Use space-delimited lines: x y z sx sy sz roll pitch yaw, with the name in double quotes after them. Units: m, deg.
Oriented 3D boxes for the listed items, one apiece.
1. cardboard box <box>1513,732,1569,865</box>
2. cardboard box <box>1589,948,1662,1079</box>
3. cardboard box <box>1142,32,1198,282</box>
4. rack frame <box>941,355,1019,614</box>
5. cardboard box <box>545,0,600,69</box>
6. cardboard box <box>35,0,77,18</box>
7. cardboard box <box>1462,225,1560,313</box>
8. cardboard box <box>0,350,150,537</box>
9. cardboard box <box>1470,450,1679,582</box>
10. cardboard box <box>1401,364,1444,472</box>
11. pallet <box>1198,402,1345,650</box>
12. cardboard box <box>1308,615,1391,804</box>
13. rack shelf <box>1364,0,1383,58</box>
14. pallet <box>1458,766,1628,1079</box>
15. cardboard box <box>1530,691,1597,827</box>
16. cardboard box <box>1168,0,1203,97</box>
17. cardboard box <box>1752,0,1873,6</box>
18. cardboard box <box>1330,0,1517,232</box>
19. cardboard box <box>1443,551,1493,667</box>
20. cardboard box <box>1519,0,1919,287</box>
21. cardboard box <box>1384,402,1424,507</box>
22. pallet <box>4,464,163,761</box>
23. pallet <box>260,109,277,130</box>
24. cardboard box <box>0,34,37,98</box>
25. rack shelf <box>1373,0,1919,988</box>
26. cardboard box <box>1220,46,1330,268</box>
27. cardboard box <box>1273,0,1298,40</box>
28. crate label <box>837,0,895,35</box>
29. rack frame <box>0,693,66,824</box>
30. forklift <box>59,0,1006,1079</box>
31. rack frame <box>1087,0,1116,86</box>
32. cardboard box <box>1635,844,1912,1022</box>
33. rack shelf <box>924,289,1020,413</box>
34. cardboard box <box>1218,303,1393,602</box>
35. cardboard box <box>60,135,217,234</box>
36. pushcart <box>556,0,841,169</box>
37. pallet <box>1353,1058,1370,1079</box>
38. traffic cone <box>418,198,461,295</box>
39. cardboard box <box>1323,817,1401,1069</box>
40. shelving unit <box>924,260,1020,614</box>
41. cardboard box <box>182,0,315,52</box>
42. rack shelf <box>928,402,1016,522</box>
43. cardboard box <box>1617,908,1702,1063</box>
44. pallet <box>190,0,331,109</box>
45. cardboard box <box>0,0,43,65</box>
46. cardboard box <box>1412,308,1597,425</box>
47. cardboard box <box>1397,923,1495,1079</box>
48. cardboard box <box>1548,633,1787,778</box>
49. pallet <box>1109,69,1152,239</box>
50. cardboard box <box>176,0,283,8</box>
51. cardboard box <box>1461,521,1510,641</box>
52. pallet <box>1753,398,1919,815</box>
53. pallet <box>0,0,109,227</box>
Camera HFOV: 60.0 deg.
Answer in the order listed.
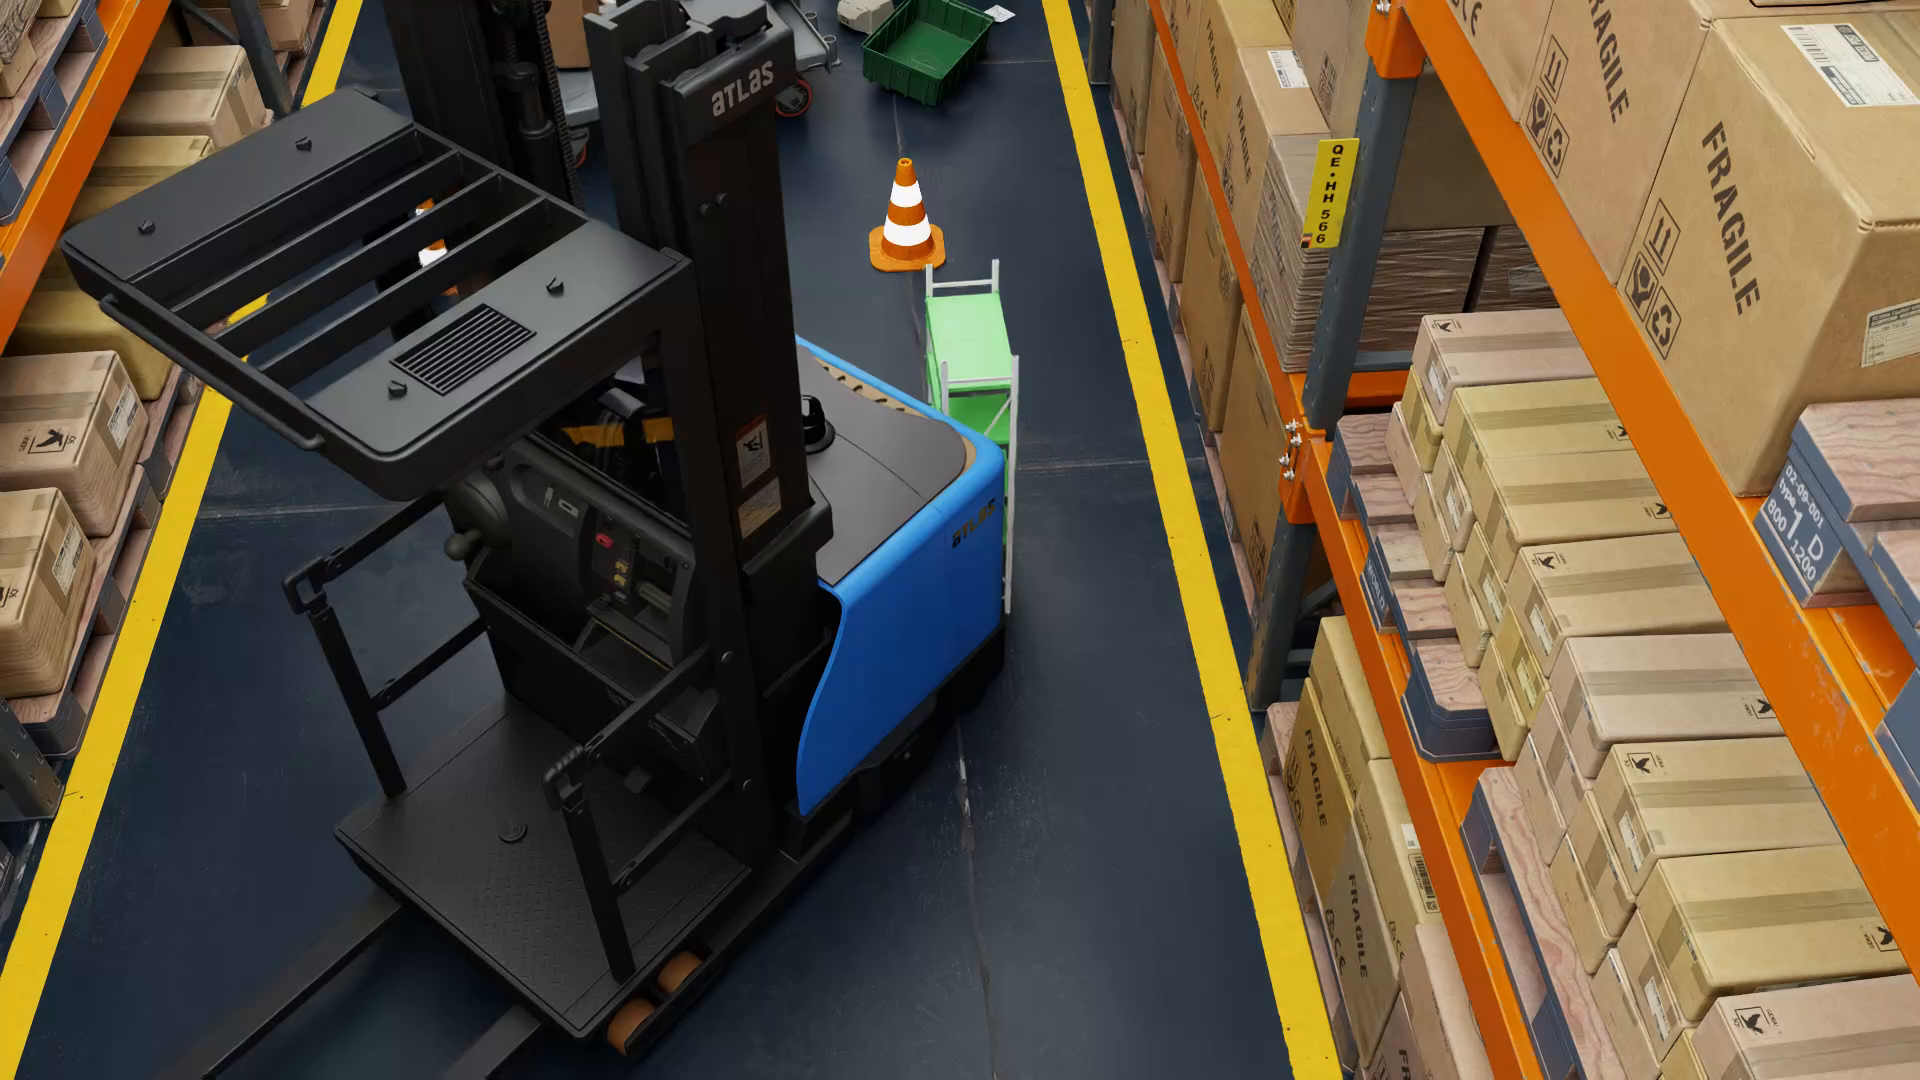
1.419 0.543 3.554 0.380 0.149 0.250 -2 47 -2 "cardboard box"
1.458 0.913 3.203 0.380 0.149 0.250 -5 47 -5 "cardboard box"
1.372 -1.635 6.993 1.050 0.750 0.750 -3 47 -3 "cardboard box"
0.061 -0.143 5.559 0.240 1.200 0.015 -5 47 -4 "rack frame"
-2.000 -2.563 7.812 0.500 0.500 0.500 -3 47 -3 "cardboard box"
-3.382 -1.996 5.958 0.380 0.149 0.250 -4 47 -3 "cardboard box"
1.720 -0.888 4.956 0.500 0.500 0.500 -3 47 -3 "cardboard box"
-3.543 -0.322 6.009 0.950 0.372 0.625 -4 47 -4 "cardboard box"
1.375 -0.057 3.712 0.380 0.149 0.250 -4 47 -4 "cardboard box"
1.329 -0.311 4.157 0.380 0.149 0.250 -2 47 -2 "cardboard box"
1.497 -0.128 6.226 1.003 0.211 1.213 -3 47 -3 "pallet"
1.305 0.459 4.666 0.500 0.250 0.500 -5 47 -5 "cardboard box"
1.321 -2.743 5.212 1.077 0.370 4.000 -3 47 -3 "rack shelf"
1.695 0.983 3.385 1.003 0.211 1.213 -3 47 -3 "pallet"
1.420 0.441 3.445 0.380 0.149 0.250 -3 47 -3 "cardboard box"
1.054 -1.949 5.961 0.500 0.500 0.500 -3 47 -3 "cardboard box"
1.351 -0.977 2.447 0.396 0.266 0.258 -3 47 -3 "cardboard box"
1.461 -1.216 4.578 0.700 0.500 0.500 -4 47 -4 "cardboard box"
1.370 0.155 3.921 0.380 0.149 0.250 -1 47 -1 "cardboard box"
1.320 -0.787 2.795 0.500 0.500 0.500 -3 47 -3 "cardboard box"
1.325 -0.234 4.290 0.380 0.149 0.250 -4 47 -4 "cardboard box"
-3.500 0.255 5.863 1.003 0.211 1.213 -3 47 -3 "pallet"
-3.704 -1.510 7.535 1.003 0.211 1.213 -3 47 -3 "pallet"
-3.365 -1.615 5.597 0.380 0.149 0.250 -2 47 -2 "cardboard box"
1.656 0.151 2.471 1.077 0.370 4.000 -3 47 -3 "rack shelf"
1.143 -1.217 5.268 0.500 0.500 0.500 -3 47 -3 "cardboard box"
1.372 -1.953 5.276 0.700 0.500 0.500 -4 47 -4 "cardboard box"
-0.499 -2.808 8.815 0.298 0.136 0.250 -36 56 -29 "crate label"
-3.436 -0.138 4.315 1.000 3.000 0.127 -3 47 -3 "rack frame"
-1.154 0.072 4.163 1.130 2.935 3.031 30 53 25 "forklift"
1.153 -3.406 7.410 1.000 3.000 0.127 -3 47 -3 "rack frame"
1.463 0.703 2.992 0.380 0.149 0.250 -4 47 -4 "cardboard box"
0.034 -0.605 5.424 0.258 0.148 0.480 -5 47 -4 "rack shelf"
1.527 -0.329 5.756 1.050 0.750 0.750 -4 47 -4 "cardboard box"
-3.661 -1.374 7.006 0.950 0.372 0.625 -1 47 -1 "cardboard box"
-1.503 -2.305 8.173 1.648 0.377 0.936 -19 49 -17 "pushcart"
1.651 1.893 4.312 1.003 0.211 1.213 -3 47 -3 "pallet"
-2.272 -1.348 7.208 0.336 0.463 0.334 -3 47 -3 "traffic cone"
1.339 1.094 4.581 0.500 0.500 0.500 -3 47 -3 "cardboard box"
0.034 -0.319 5.726 0.258 1.200 0.503 -5 47 -4 "shelving unit"
-3.551 -2.674 8.322 0.500 0.250 0.500 -5 47 -5 "cardboard box"
0.034 -0.275 5.772 0.258 0.148 0.480 -5 47 -4 "rack shelf"
1.464 0.816 3.090 0.380 0.149 0.250 -2 47 -2 "cardboard box"
-3.862 -2.557 8.526 1.003 0.211 1.213 -3 47 -3 "pallet"
-3.379 -1.882 5.403 0.500 0.500 0.500 -5 47 -5 "cardboard box"
1.334 -0.426 4.061 0.380 0.149 0.250 -3 47 -3 "cardboard box"
1.376 1.184 3.978 0.500 0.250 0.500 -3 47 -3 "cardboard box"
1.421 0.331 3.345 0.380 0.149 0.250 -2 47 -1 "cardboard box"
1.293 -1.894 7.898 1.003 0.211 1.213 -3 47 -3 "pallet"
-3.551 -2.932 8.049 0.500 0.500 0.500 -1 47 -1 "cardboard box"
1.379 0.078 3.789 0.380 0.149 0.250 -5 47 -5 "cardboard box"
1.788 0.212 2.047 1.213 0.211 1.003 -3 47 -3 "pallet"
-3.642 -1.502 5.739 1.003 0.211 1.213 -3 47 -3 "pallet"
